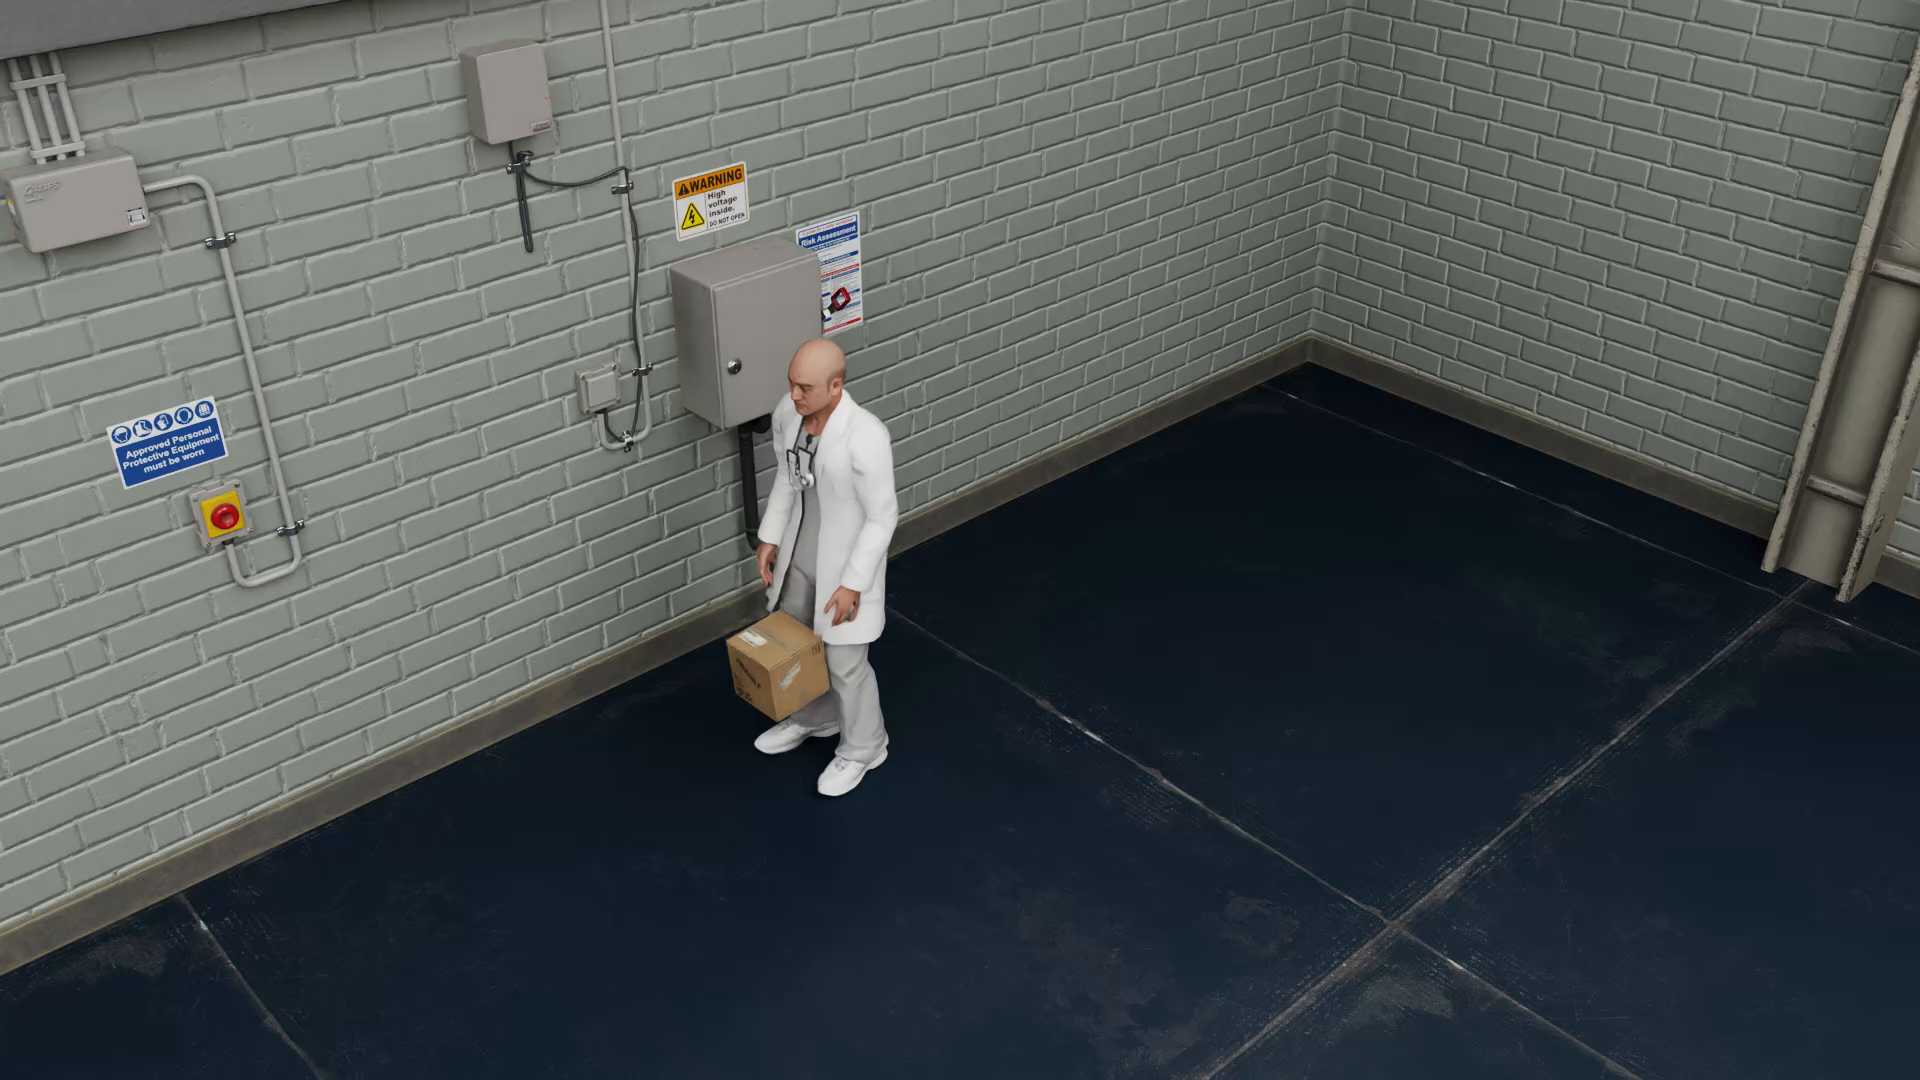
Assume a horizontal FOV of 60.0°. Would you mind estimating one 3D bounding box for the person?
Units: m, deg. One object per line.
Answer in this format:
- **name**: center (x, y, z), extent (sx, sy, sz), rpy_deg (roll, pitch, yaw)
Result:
- **person**: center (-0.478, 0.088, 6.001), extent (0.424, 1.778, 0.589), rpy_deg (-27, 40, -37)
